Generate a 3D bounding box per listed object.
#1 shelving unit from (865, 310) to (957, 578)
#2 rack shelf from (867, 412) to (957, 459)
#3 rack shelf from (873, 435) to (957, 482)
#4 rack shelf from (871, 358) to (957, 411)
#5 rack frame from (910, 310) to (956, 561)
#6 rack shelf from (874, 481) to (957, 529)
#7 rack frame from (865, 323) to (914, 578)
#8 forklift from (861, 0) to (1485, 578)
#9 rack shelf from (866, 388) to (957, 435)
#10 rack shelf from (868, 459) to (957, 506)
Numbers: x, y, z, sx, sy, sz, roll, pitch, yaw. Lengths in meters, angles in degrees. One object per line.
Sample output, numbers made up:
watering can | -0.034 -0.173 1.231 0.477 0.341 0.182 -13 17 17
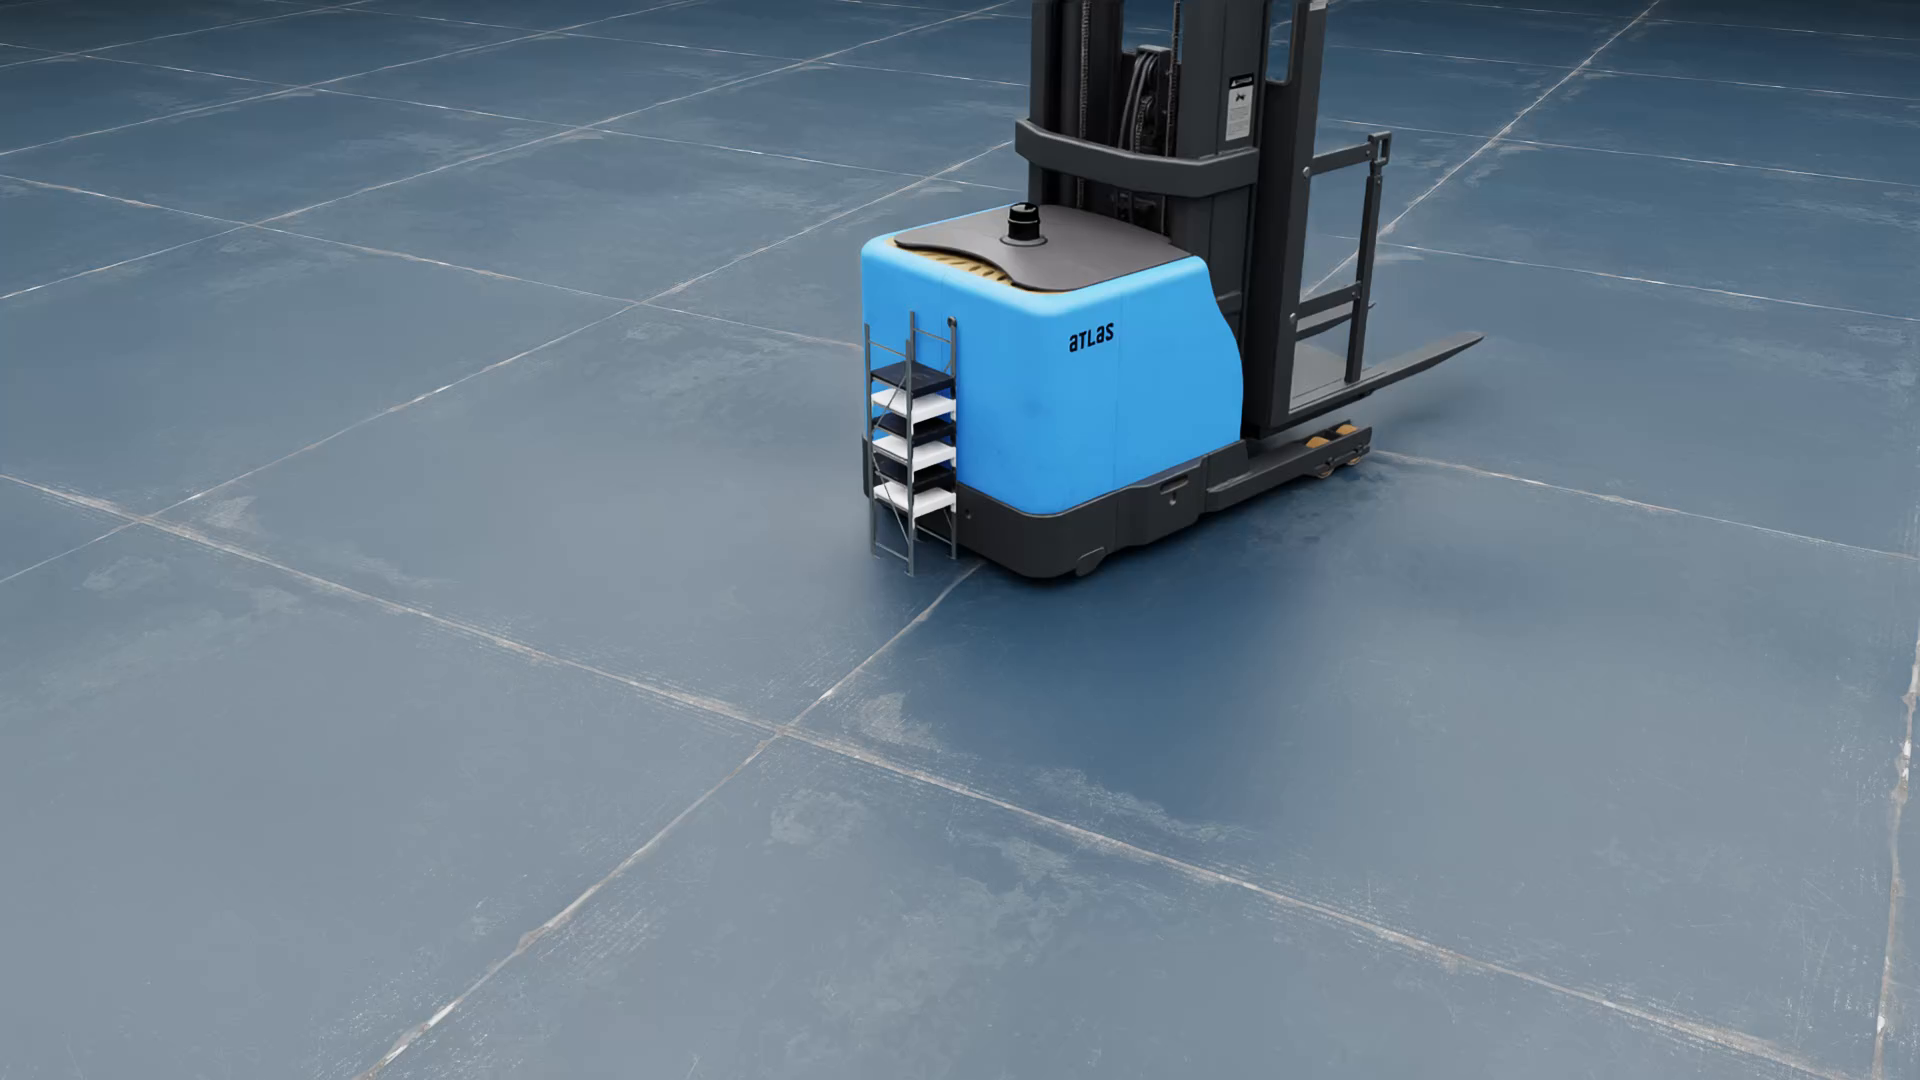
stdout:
shelving unit | -0.171 -0.336 5.916 0.210 0.900 0.258 -22 34 -36
rack shelf | -0.171 -0.387 5.891 0.200 0.077 0.258 -22 34 -36
rack shelf | -0.171 -0.306 5.931 0.200 0.077 0.258 -22 34 -36
rack shelf | -0.171 -0.548 5.810 0.200 0.077 0.258 -22 34 -36
rack frame | -0.095 -0.366 5.977 0.006 0.900 0.240 -22 34 -36
rack shelf | -0.171 -0.145 6.012 0.200 0.077 0.258 -22 34 -36
rack frame | -0.247 -0.306 5.856 0.006 0.900 0.240 -22 34 -36
forklift | 1.061 -1.718 6.407 3.031 2.935 1.130 -22 34 -36
rack shelf | -0.171 -0.467 5.851 0.200 0.077 0.258 -22 34 -36
rack shelf | -0.171 -0.226 5.971 0.200 0.077 0.258 -22 34 -36
